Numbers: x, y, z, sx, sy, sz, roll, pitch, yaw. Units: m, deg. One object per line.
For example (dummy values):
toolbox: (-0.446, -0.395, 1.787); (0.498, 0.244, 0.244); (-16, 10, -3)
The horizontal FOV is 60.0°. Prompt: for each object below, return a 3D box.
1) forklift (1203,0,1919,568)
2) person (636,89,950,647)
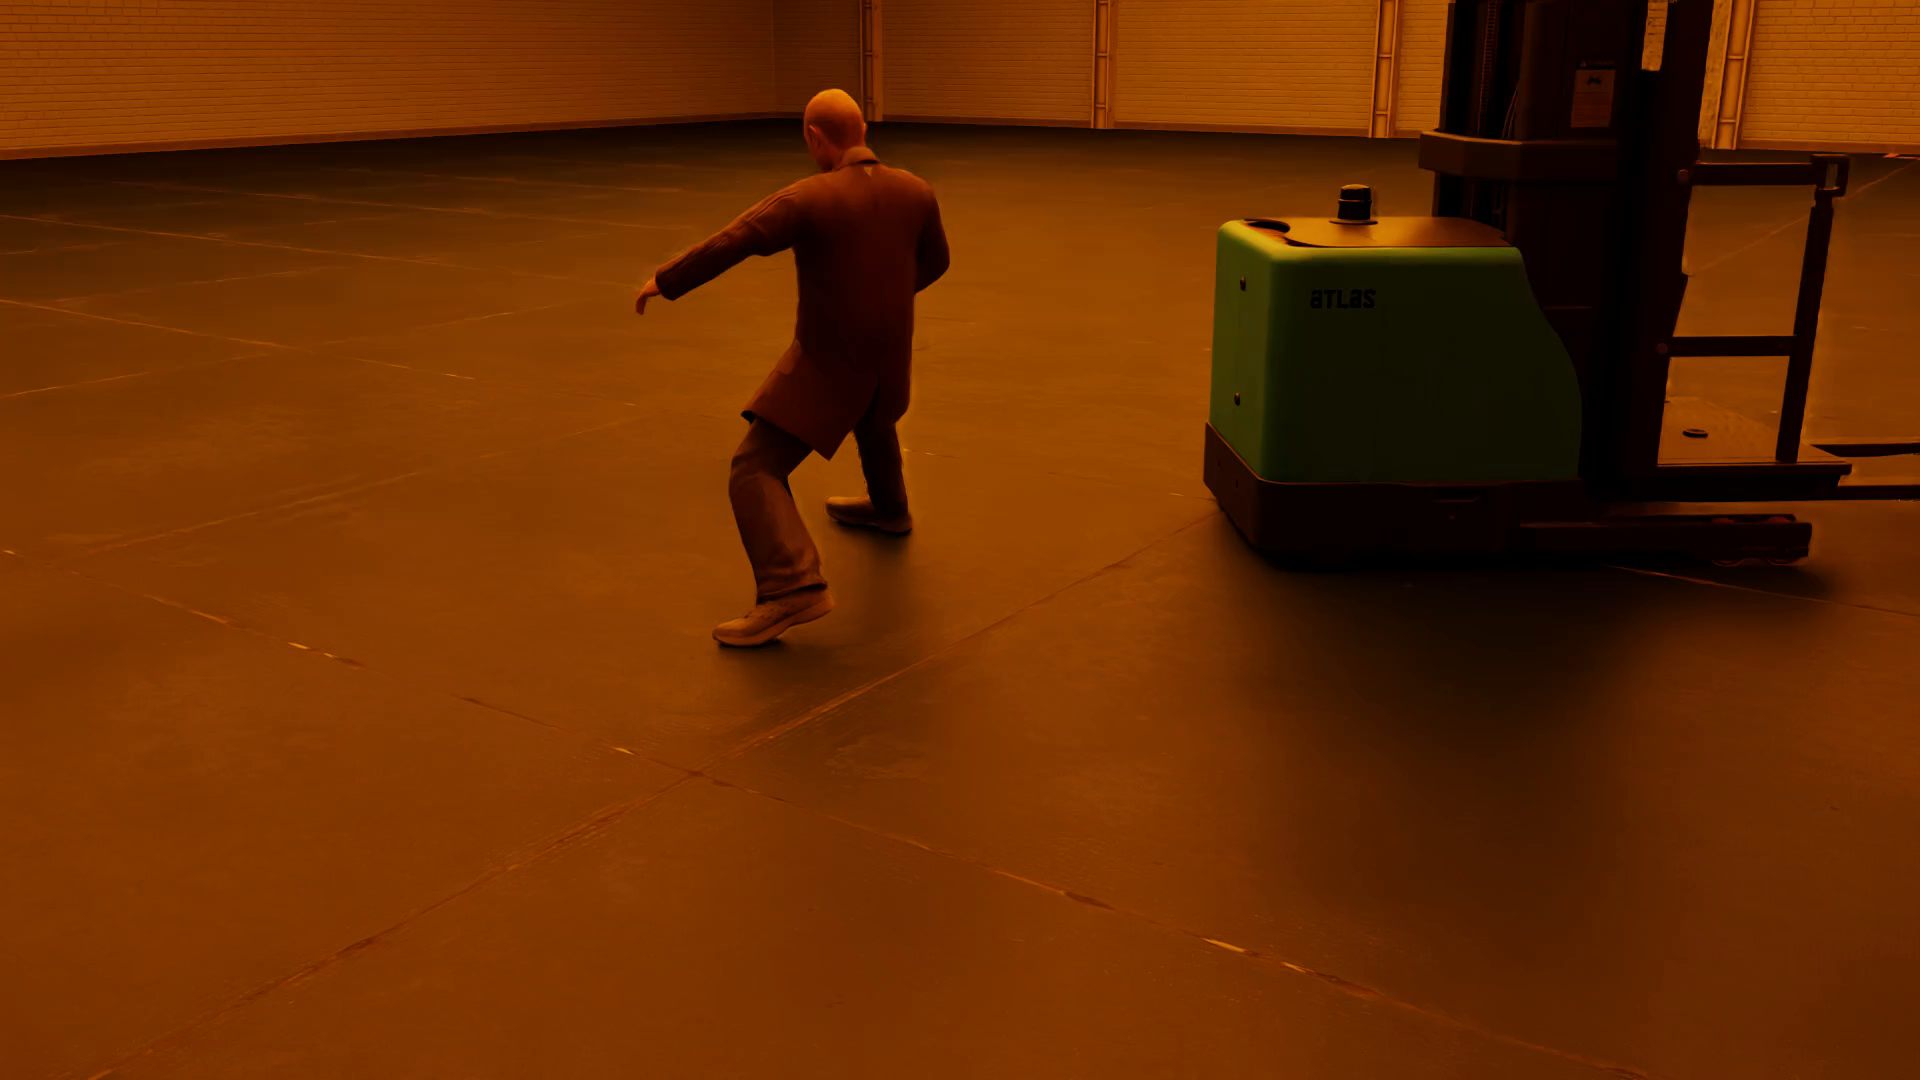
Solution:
forklift: (2.480, -1.462, 5.723); (3.031, 2.935, 1.130); (-1, 17, -3)
person: (-0.490, -0.621, 5.316); (1.197, 1.583, 1.055); (-14, 22, -39)
